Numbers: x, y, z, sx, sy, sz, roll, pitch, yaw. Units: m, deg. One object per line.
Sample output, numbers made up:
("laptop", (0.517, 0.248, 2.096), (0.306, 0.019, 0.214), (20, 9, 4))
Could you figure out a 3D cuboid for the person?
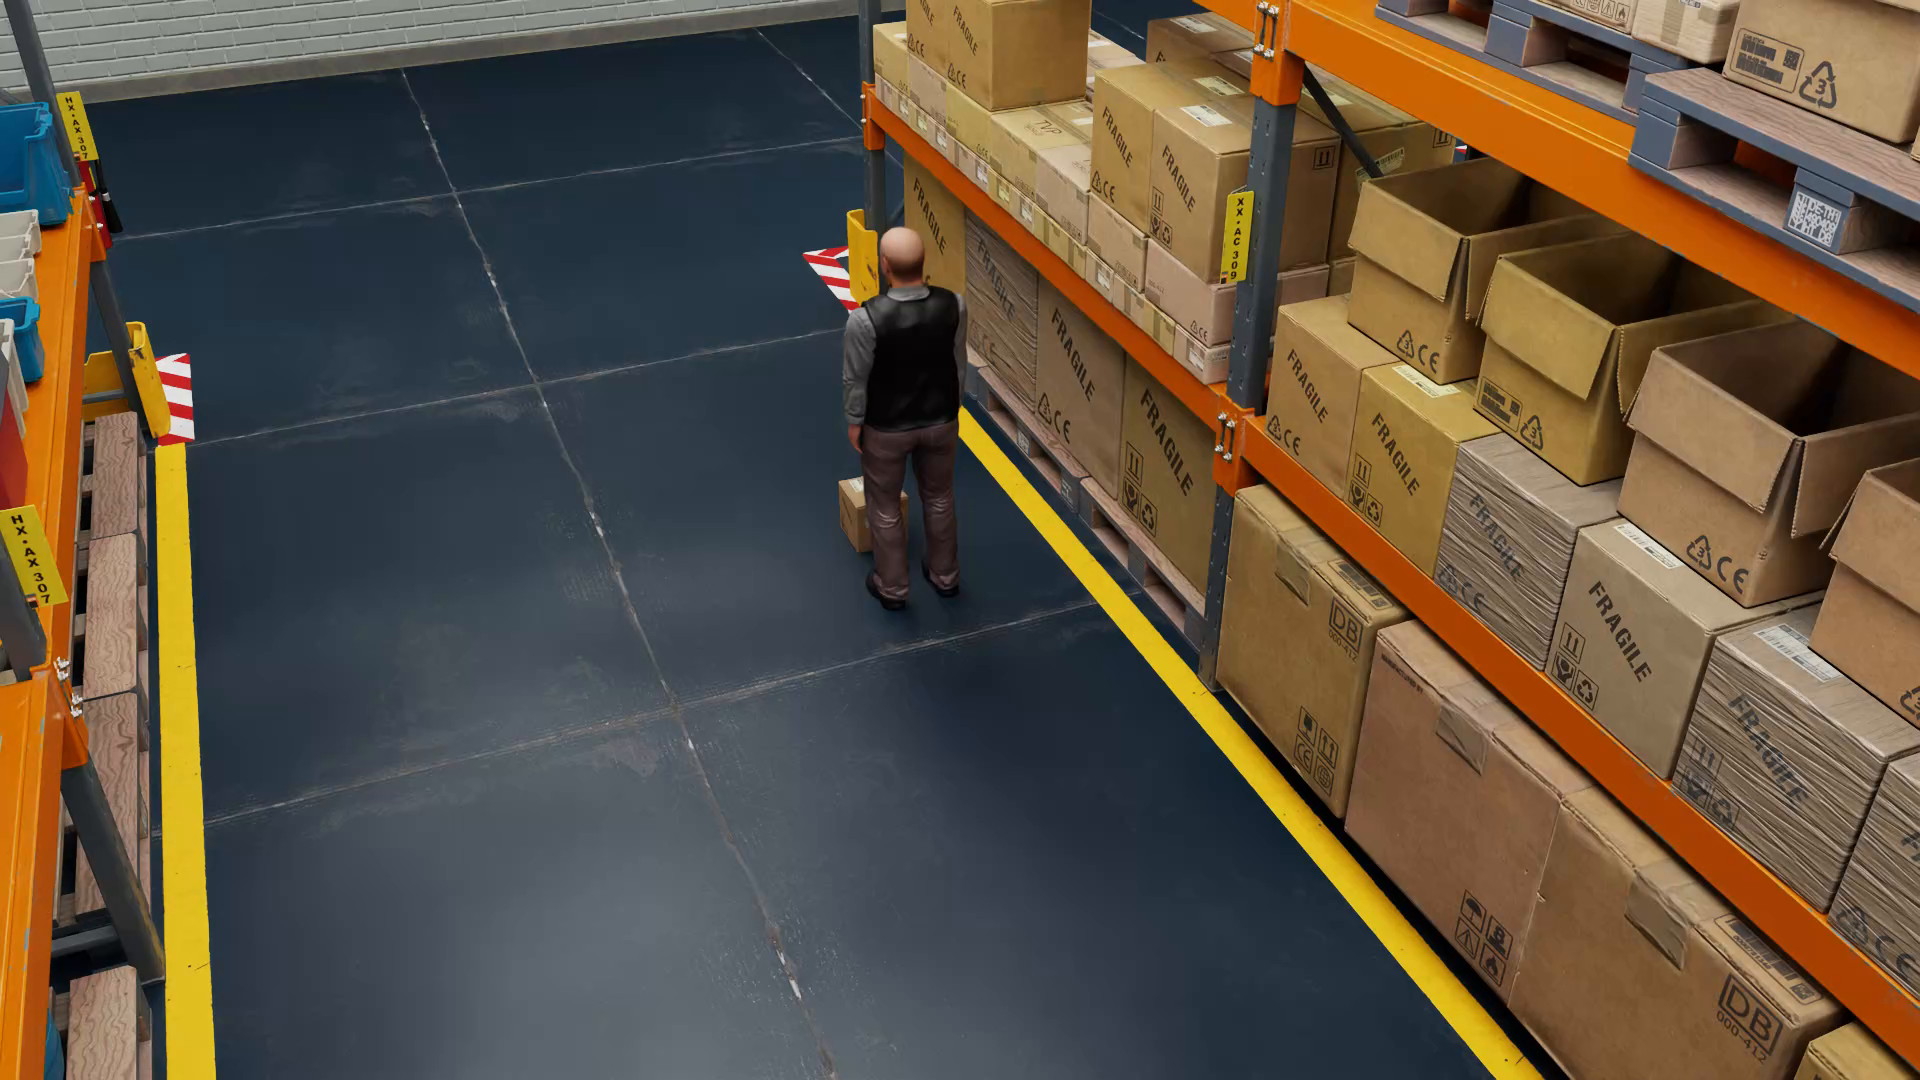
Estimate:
("person", (-0.231, -0.493, 6.925), (0.533, 1.717, 0.359), (-12, 35, -18))
